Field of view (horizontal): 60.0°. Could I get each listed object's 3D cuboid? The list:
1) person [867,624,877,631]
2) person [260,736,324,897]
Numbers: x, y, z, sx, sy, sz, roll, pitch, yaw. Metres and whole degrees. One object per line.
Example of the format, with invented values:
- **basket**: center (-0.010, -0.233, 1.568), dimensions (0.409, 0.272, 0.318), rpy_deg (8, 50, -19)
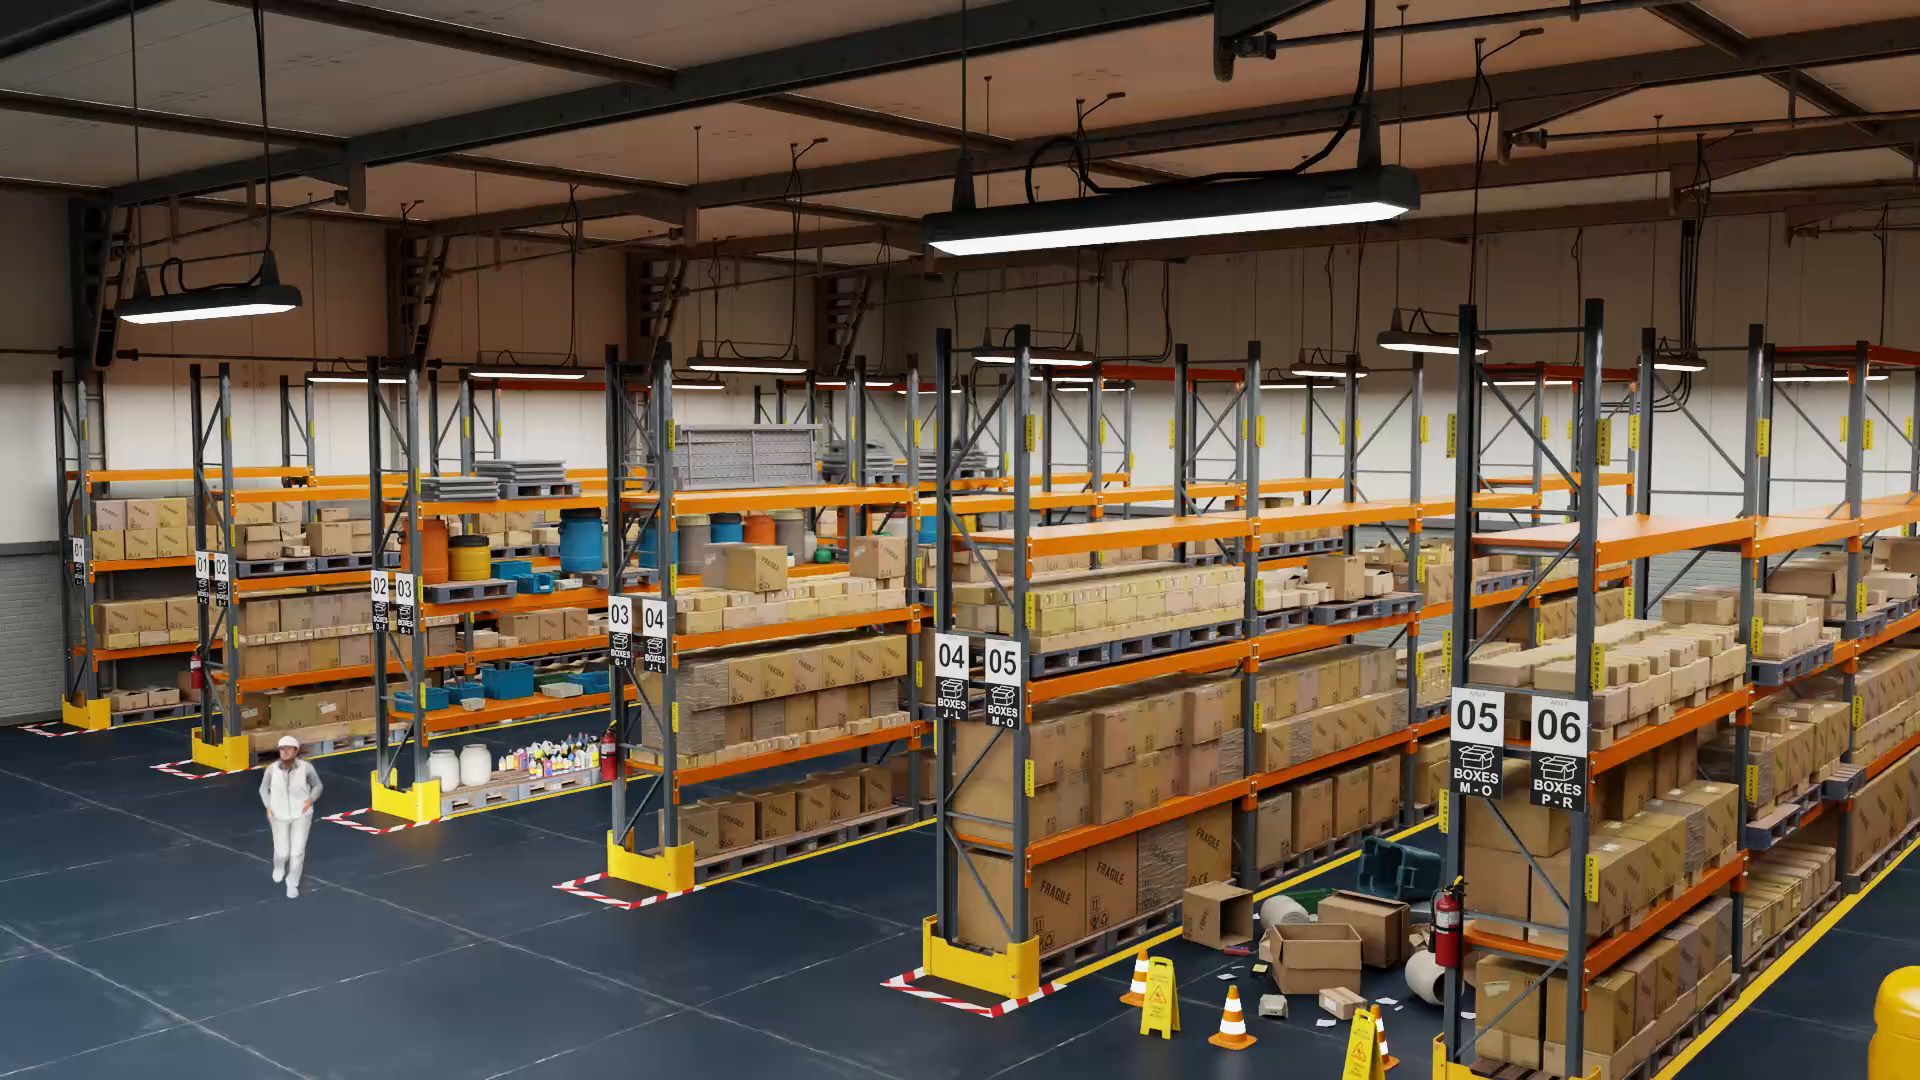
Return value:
- **person**: center (-1.869, 1.676, 32.302), dimensions (0.637, 1.893, 0.760), rpy_deg (3, 5, 34)
- **person**: center (-7.281, 2.965, 18.123), dimensions (0.656, 1.681, 0.598), rpy_deg (-1, 4, -18)
